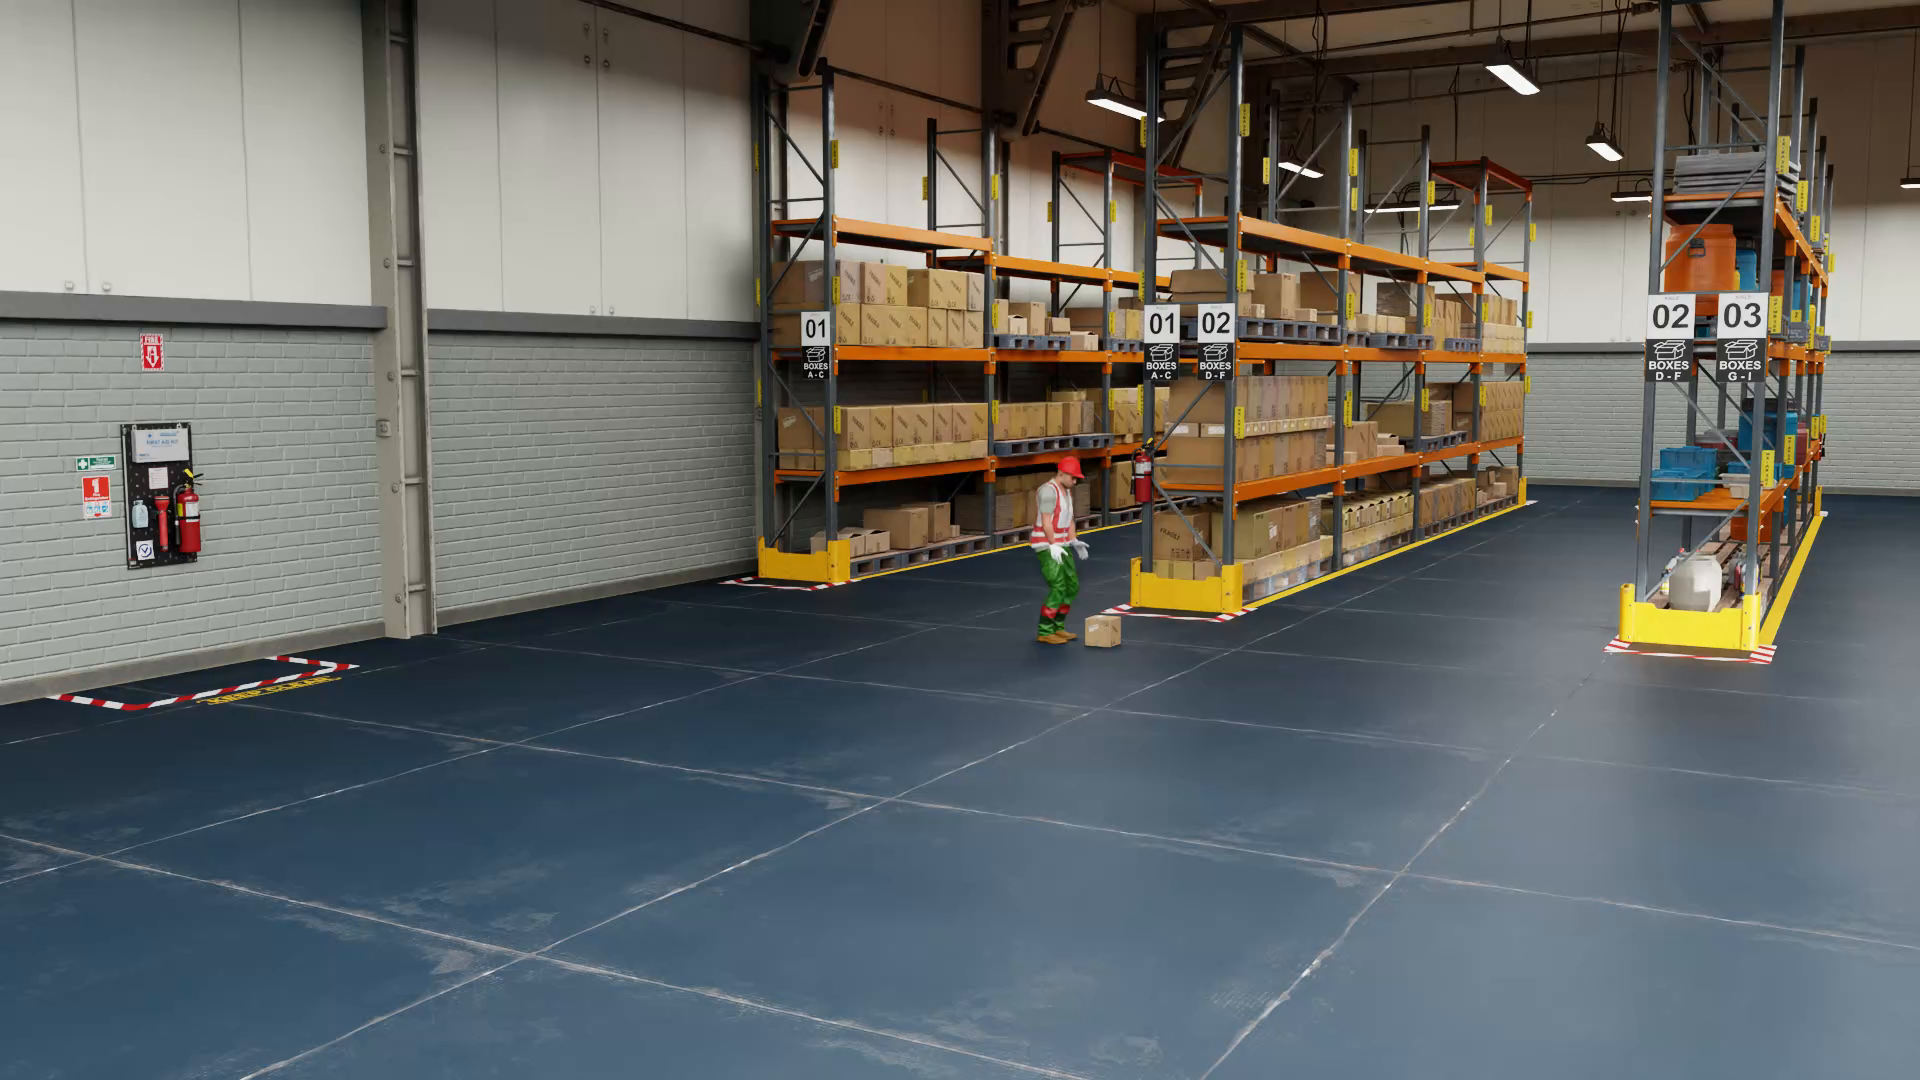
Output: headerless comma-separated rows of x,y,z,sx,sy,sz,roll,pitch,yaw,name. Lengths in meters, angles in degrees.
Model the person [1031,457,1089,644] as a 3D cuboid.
0.929,0.083,15.481,0.477,1.725,0.547,3,7,30,person
